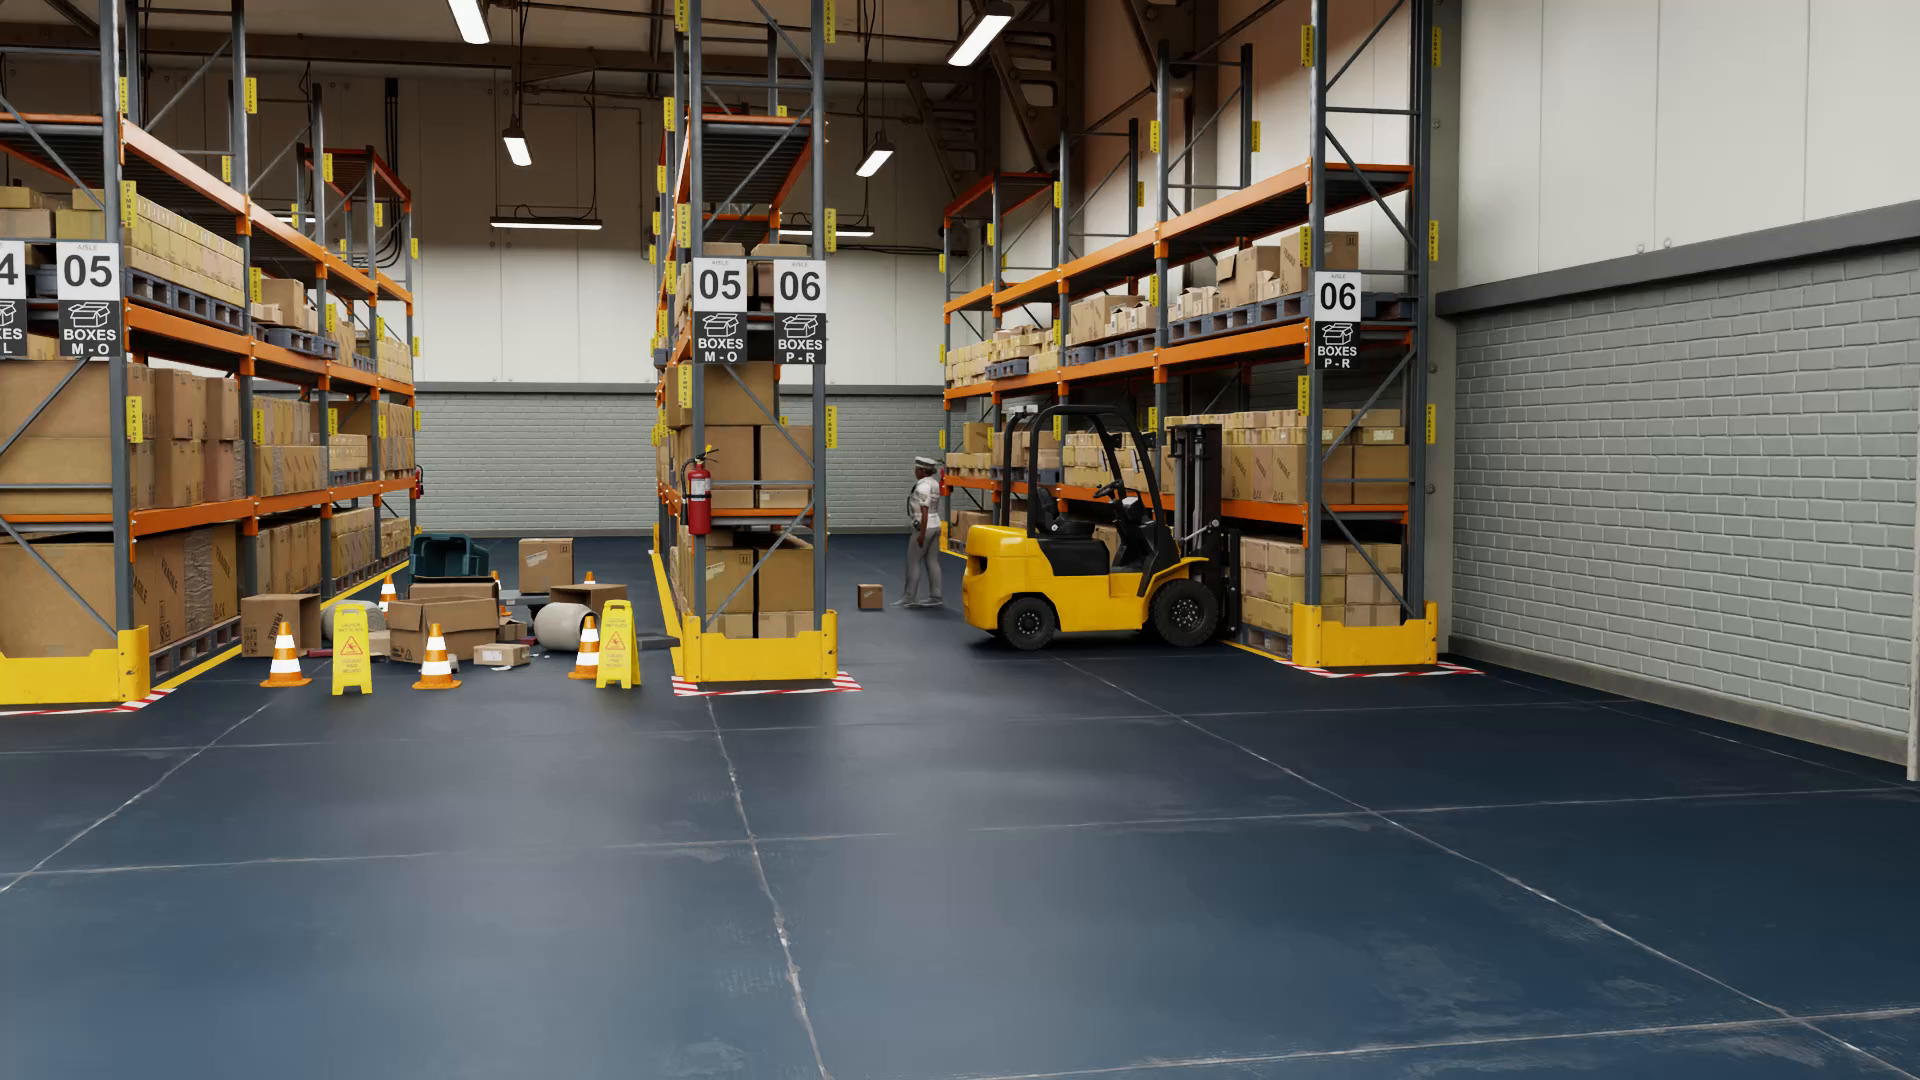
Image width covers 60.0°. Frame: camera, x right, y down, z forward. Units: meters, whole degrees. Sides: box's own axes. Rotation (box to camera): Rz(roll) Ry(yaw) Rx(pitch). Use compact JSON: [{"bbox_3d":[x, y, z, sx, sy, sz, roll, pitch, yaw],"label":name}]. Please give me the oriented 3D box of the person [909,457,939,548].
[{"bbox_3d":[-0.400,-0.424,18.542,0.316,1.014,0.452,1,3,19],"label":"person"}]
